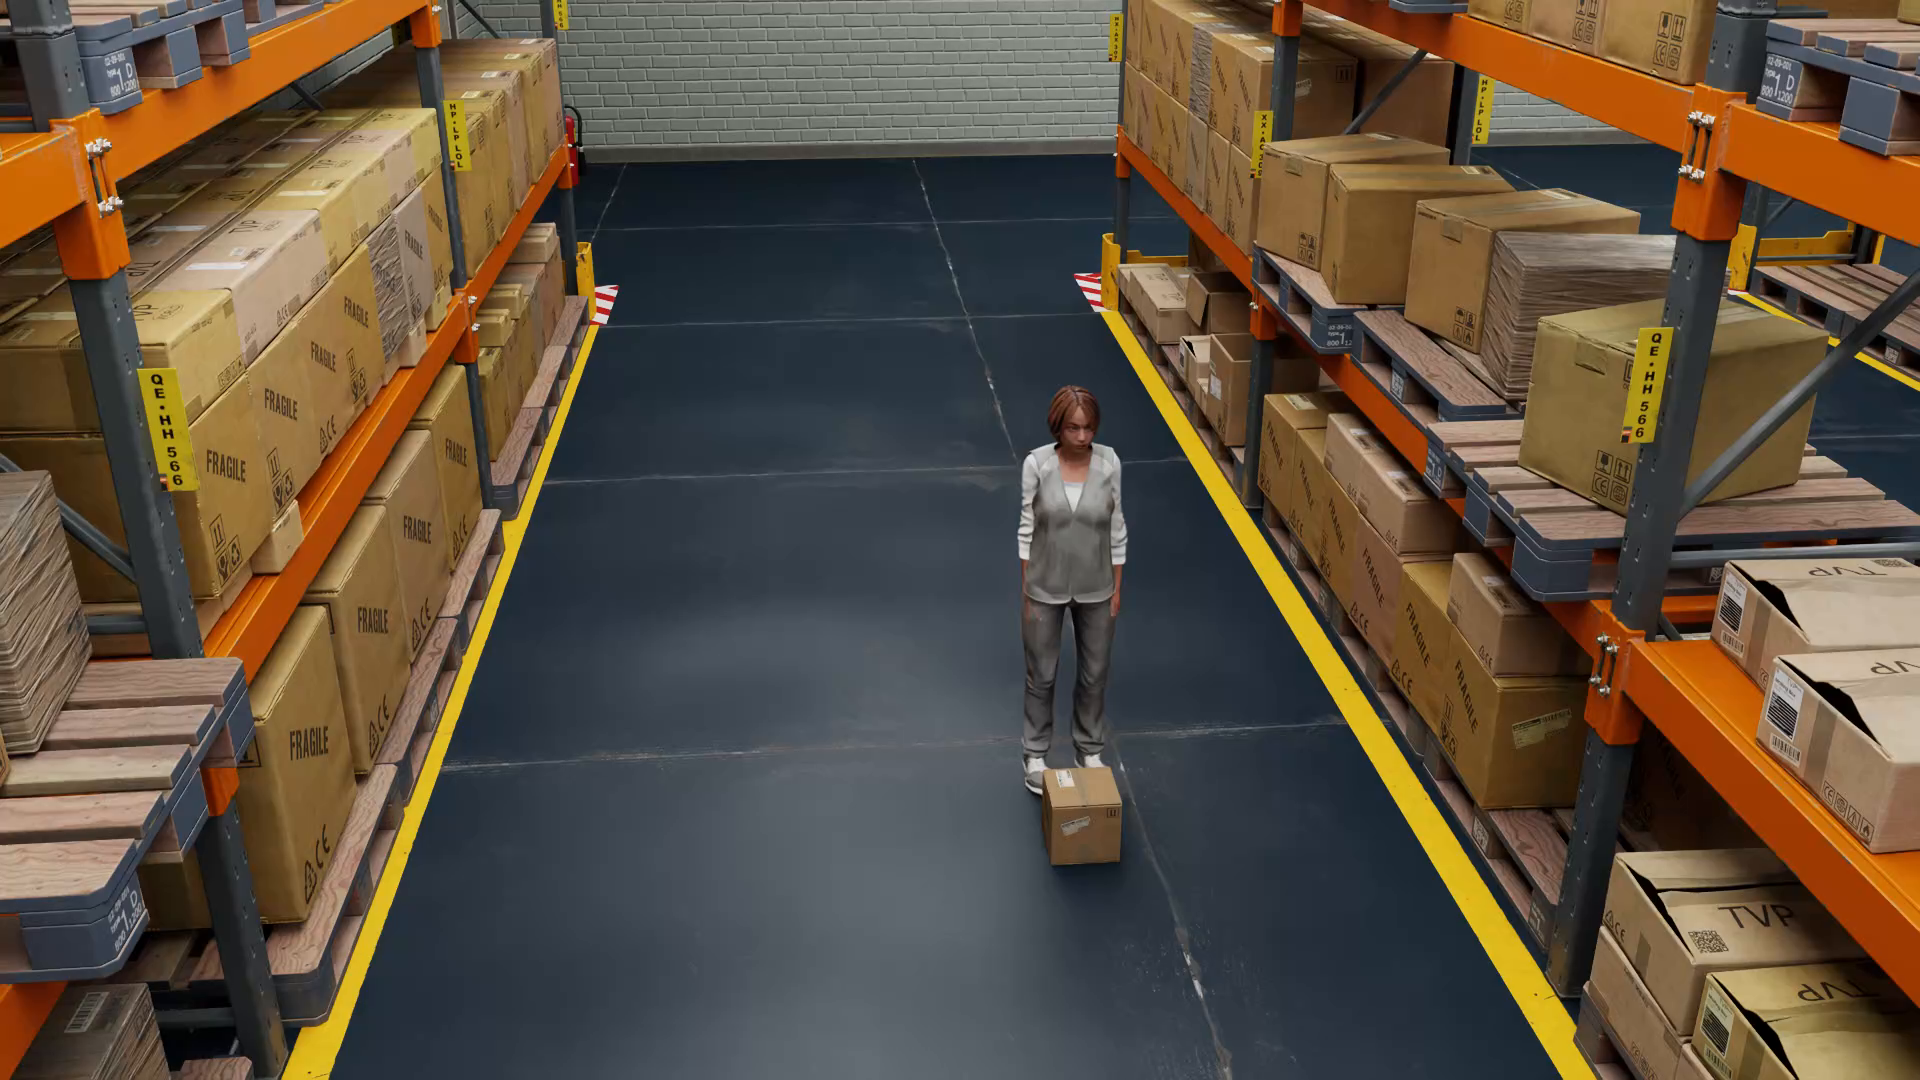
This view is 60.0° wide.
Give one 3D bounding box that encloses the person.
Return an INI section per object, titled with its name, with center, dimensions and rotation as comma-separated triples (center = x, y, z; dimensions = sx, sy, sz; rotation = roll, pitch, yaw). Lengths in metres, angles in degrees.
[person]
center = 0.415, 0.201, 6.179
dimensions = 0.404, 1.585, 0.301
rotation = -2, 24, -4
